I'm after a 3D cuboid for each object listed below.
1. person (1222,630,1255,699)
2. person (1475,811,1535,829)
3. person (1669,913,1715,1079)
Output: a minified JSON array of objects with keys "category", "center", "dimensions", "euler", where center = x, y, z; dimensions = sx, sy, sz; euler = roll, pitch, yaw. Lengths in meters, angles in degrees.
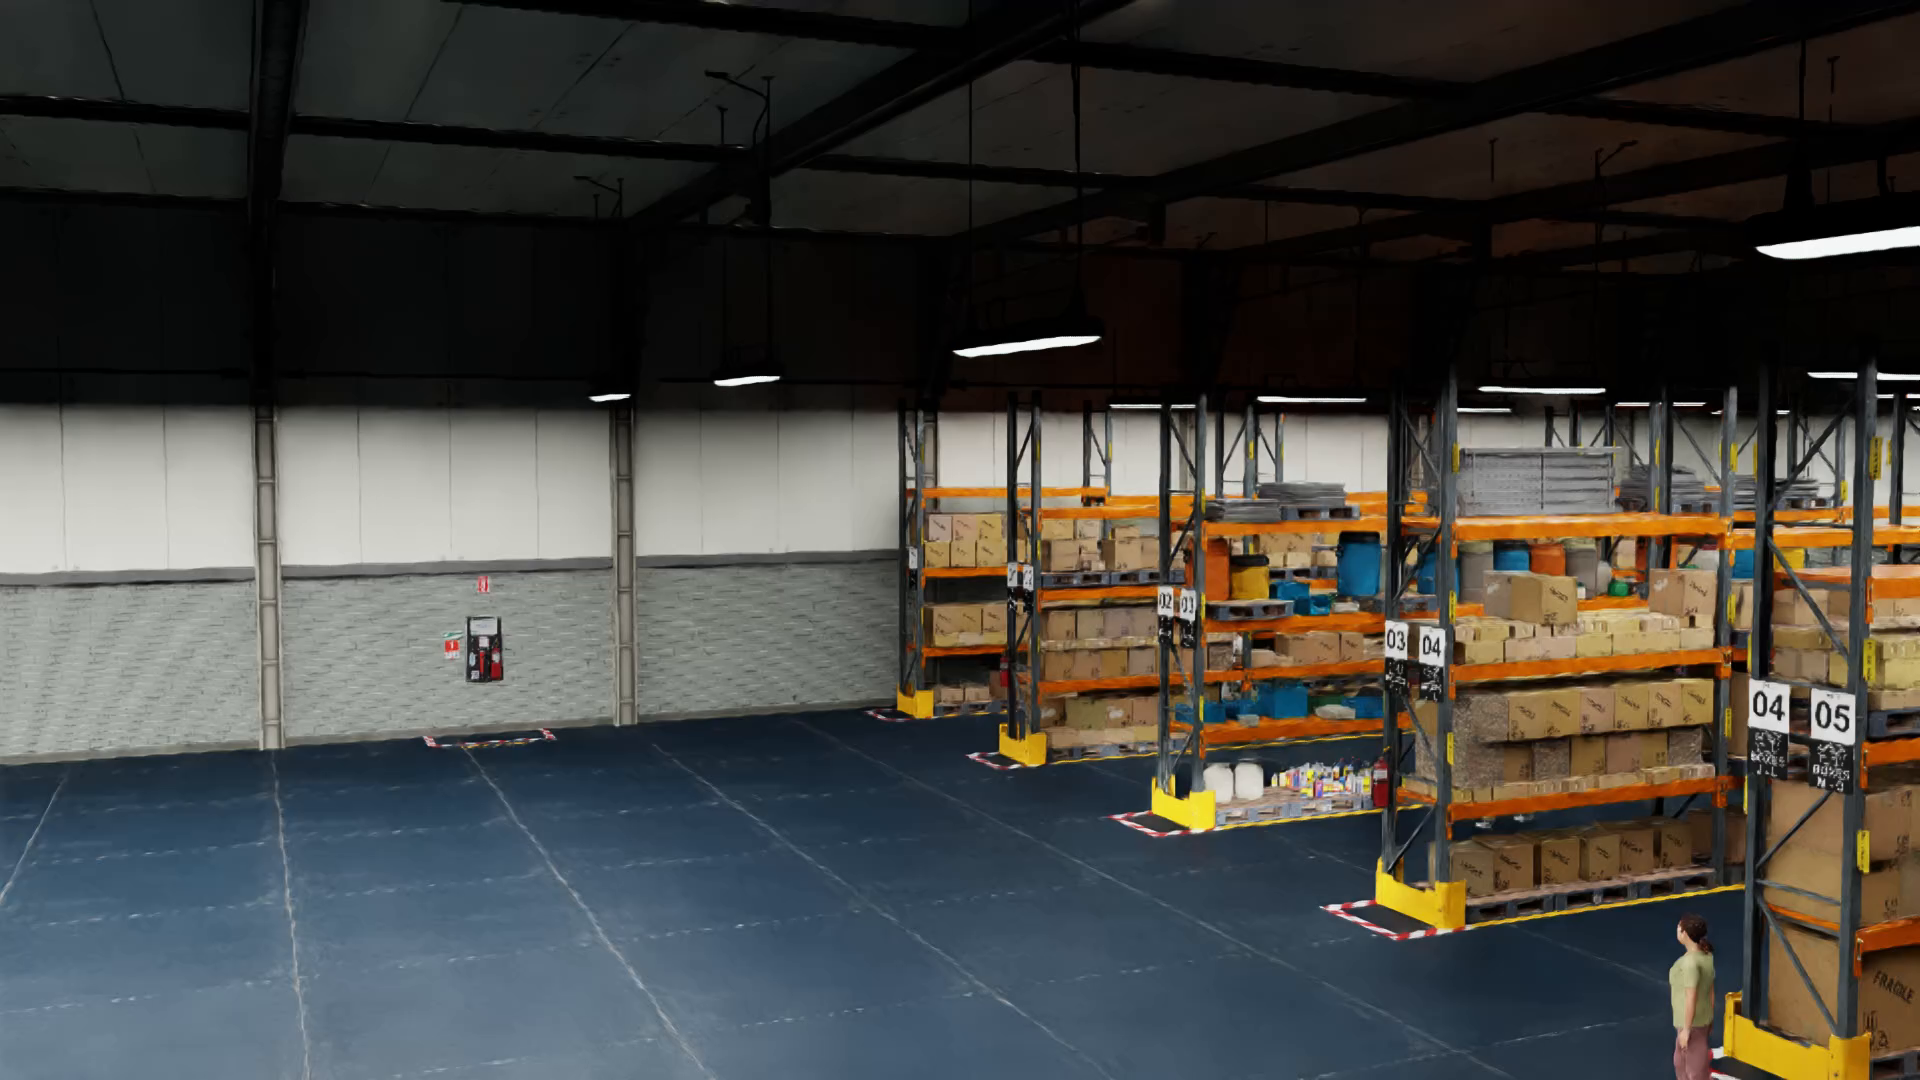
[{"category":"person","center":[5.223,2.443,31.539],"dimensions":[1.102,1.716,0.573],"euler":[-1,3,-15]},{"category":"person","center":[7.288,3.044,22.317],"dimensions":[1.110,1.590,0.446],"euler":[-1,4,-21]},{"category":"person","center":[5.499,3.619,12.338],"dimensions":[0.543,1.658,0.566],"euler":[3,4,38]}]
